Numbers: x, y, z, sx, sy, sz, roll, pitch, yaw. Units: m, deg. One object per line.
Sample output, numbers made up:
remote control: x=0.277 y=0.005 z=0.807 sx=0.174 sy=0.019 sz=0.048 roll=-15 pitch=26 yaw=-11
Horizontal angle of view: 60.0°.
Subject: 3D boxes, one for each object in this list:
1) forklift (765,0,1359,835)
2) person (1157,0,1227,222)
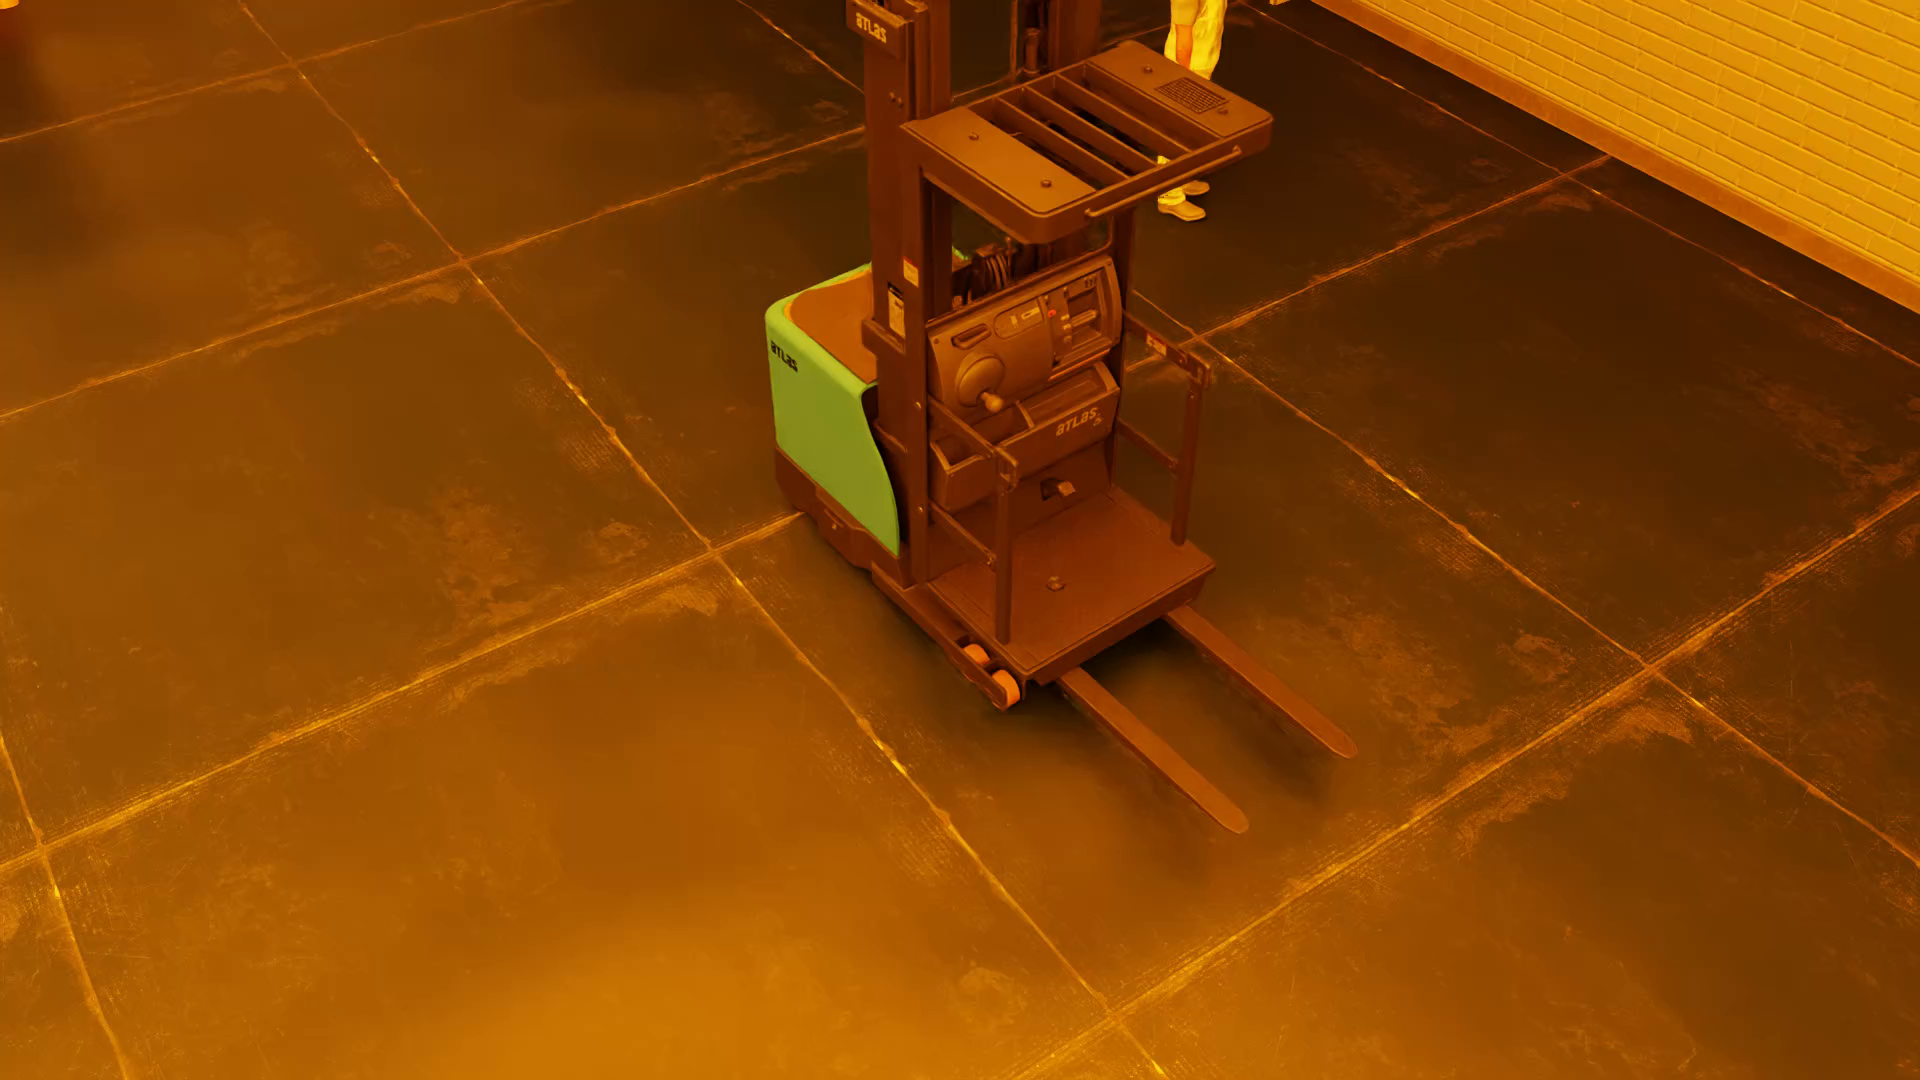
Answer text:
forklift: x=0.405 y=-0.742 z=6.521 sx=1.130 sy=2.935 sz=3.031 roll=-28 pitch=49 yaw=-27
person: x=1.342 y=-2.728 z=9.517 sx=0.352 sy=1.795 sz=0.546 roll=9 pitch=43 yaw=10
